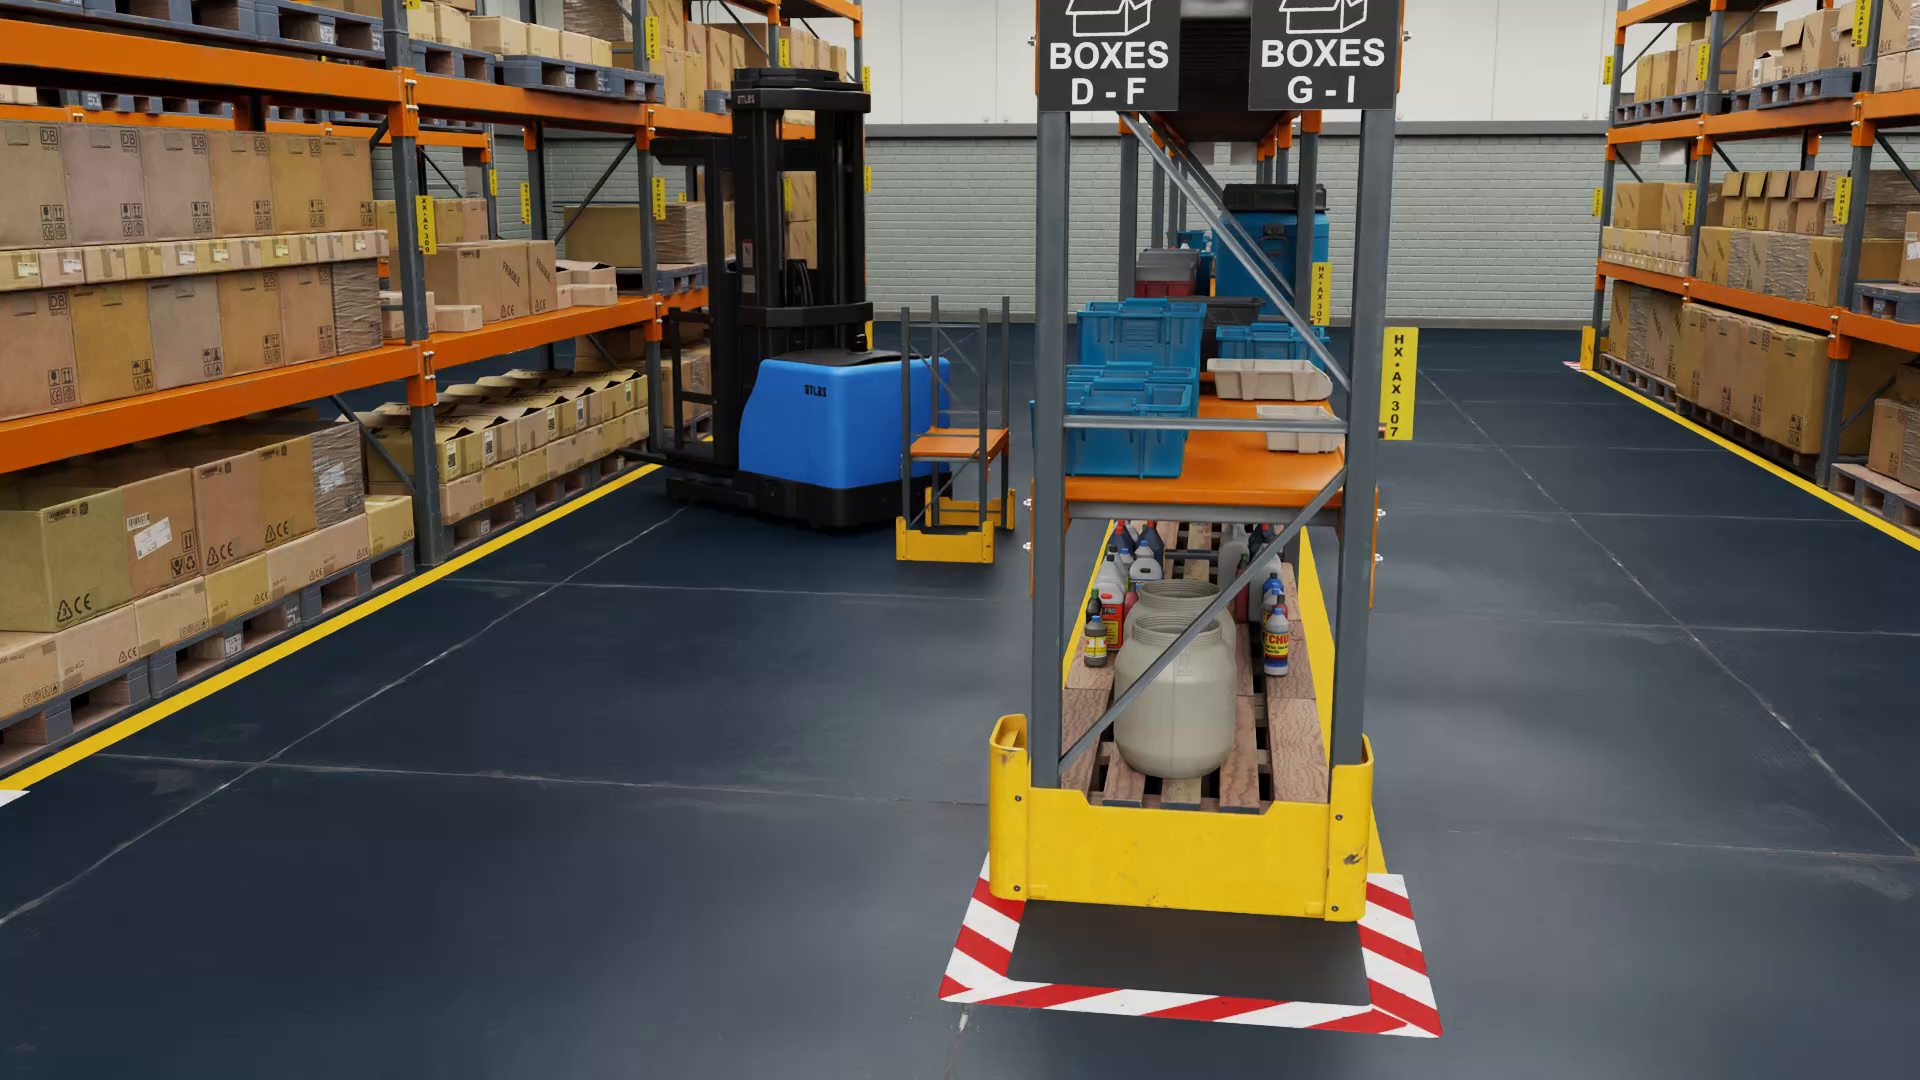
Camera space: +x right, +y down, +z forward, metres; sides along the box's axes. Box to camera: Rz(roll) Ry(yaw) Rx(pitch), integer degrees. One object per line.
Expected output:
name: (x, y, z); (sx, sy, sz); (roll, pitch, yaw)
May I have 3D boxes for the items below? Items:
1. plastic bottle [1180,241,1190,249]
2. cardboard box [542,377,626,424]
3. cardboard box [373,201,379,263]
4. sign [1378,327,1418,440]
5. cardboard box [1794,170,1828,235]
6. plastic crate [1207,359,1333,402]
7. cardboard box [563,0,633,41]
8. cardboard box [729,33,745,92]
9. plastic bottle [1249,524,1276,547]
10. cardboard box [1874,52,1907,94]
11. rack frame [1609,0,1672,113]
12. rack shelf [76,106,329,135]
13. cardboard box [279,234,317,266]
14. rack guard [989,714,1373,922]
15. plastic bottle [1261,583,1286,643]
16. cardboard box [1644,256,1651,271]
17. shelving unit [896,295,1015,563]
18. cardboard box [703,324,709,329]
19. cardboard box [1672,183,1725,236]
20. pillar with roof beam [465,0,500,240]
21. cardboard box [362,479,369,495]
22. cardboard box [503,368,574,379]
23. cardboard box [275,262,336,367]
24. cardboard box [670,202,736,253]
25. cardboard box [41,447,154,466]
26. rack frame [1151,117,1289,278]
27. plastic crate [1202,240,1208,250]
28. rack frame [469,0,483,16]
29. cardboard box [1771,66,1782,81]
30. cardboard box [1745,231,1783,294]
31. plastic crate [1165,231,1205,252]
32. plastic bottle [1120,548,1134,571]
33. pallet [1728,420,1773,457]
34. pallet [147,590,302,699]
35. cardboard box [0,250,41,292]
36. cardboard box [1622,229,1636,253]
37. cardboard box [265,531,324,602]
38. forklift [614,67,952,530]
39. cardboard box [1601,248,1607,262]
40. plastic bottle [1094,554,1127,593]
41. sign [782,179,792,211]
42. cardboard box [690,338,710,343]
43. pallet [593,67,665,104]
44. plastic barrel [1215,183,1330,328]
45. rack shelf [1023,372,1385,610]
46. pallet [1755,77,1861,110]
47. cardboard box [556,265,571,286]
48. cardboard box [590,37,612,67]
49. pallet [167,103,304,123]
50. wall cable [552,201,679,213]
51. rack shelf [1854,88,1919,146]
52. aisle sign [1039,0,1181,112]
plastic bottle: (2.188, -2.738, 16.196); (0.144, 0.351, 0.185); (2, 12, 9)
cardboard box: (-2.851, -1.072, 12.546); (0.500, 0.311, 0.500); (2, 12, 8)
cardboard box: (-7.121, -3.414, 18.501); (0.980, 0.700, 0.700); (2, 12, 10)
sign: (1.266, -0.452, 4.814); (0.100, 0.325, 0.005); (2, 12, 9)
cardboard box: (7.079, -2.667, 13.130); (0.797, 0.503, 0.637); (2, 12, 10)
plastic crate: (1.339, -0.693, 7.215); (0.530, 0.136, 0.437); (2, 12, 9)
cardboard box: (-2.867, -4.257, 13.395); (0.500, 0.500, 0.500); (2, 12, 9)
cardboard box: (-2.475, -4.662, 16.413); (0.600, 0.600, 0.600); (1, 12, 3)
plastic bottle: (1.524, 0.055, 8.361); (0.144, 0.351, 0.185); (2, 12, 7)
cardboard box: (6.524, -3.144, 11.197); (0.500, 0.250, 0.500); (2, 12, 10)
rack frame: (8.078, -6.438, 19.008); (1.000, 3.000, 0.127); (2, 12, 9)
rack shelf: (-7.528, -3.853, 15.839); (1.077, 0.370, 4.000); (2, 12, 9)
cardboard box: (-3.503, -1.471, 8.423); (0.380, 0.149, 0.250); (2, 12, 9)
rack guard: (0.689, 0.869, 5.274); (1.175, 0.500, 0.348); (2, 12, 9)
plastic bottle: (1.378, 0.324, 7.304); (0.097, 0.271, 0.097); (0, 12, 0)
cardboard box: (7.383, -2.892, 17.388); (0.380, 0.149, 0.250); (2, 12, 8)
shelving unit: (-0.012, -0.717, 10.262); (0.587, 1.500, 1.083); (2, 12, 9)
cardboard box: (-2.518, -2.116, 18.080); (0.500, 0.500, 0.500); (2, 12, 9)
cardboard box: (7.269, -3.216, 16.166); (0.500, 0.500, 0.500); (2, 12, 10)
pillar with roof beam: (-2.791, -7.370, 23.333); (9.100, 9.000, 0.400); (2, 12, 9)
cardboard box: (-3.778, -0.286, 10.232); (0.500, 0.250, 0.500); (2, 12, 8)
cardboard box: (-3.311, -1.198, 13.131); (0.500, 0.311, 0.500); (2, 12, 11)
cardboard box: (-3.692, -1.176, 8.592); (0.700, 0.500, 0.500); (2, 12, 8)
cardboard box: (-2.619, -3.158, 16.791); (0.700, 0.500, 0.500); (-2, 12, -10)
cardboard box: (-4.165, -0.159, 7.859); (0.500, 0.500, 0.500); (2, 12, 9)
rack frame: (1.954, -2.001, 12.658); (1.000, 3.000, 0.127); (2, 12, 9)
plastic crate: (2.572, -3.236, 18.646); (0.416, 0.233, 0.300); (2, 12, 9)
rack frame: (-6.605, -6.920, 21.243); (1.000, 3.000, 0.127); (2, 12, 9)
cardboard box: (7.086, -3.917, 14.027); (0.380, 0.149, 0.250); (1, 12, 6)
cardboard box: (6.917, -2.318, 13.891); (0.500, 0.500, 0.500); (2, 12, 10)
plastic crate: (2.304, -2.963, 17.019); (0.392, 0.384, 0.575); (2, 12, 9)
plastic bottle: (0.790, 0.176, 7.988); (0.097, 0.271, 0.097); (0, 12, 0)
pallet: (7.233, -0.892, 14.132); (1.003, 0.211, 1.213); (2, 12, 9)
pallet: (-3.904, 0.452, 7.892); (1.003, 0.211, 1.213); (2, 12, 9)
cardboard box: (-3.820, -1.044, 6.443); (0.380, 0.149, 0.250); (2, 12, 9)
cardboard box: (7.583, -3.274, 18.214); (0.500, 0.250, 0.500); (1, 12, 7)
cardboard box: (-3.560, 0.121, 8.340); (0.500, 0.250, 0.500); (2, 12, 9)
forklift: (-1.436, -1.746, 11.638); (1.130, 2.935, 3.031); (-12, 17, -43)
cardboard box: (7.697, -3.320, 19.374); (0.380, 0.149, 0.250); (2, 12, 9)
plastic bottle: (0.681, 0.233, 7.537); (0.144, 0.351, 0.185); (2, 12, 11)
sign: (-1.776, -3.544, 17.068); (0.100, 0.325, 0.005); (2, 12, 9)
cardboard box: (-2.280, -1.669, 16.006); (0.500, 0.500, 0.500); (2, 12, 9)
pallet: (-2.956, -3.392, 12.441); (1.213, 0.211, 1.003); (2, 12, 11)
plastic barrel: (1.697, -1.484, 9.069); (0.600, 0.901, 0.708); (2, 12, 9)
rack shelf: (1.031, -0.400, 6.938); (1.077, 0.370, 4.000); (2, 12, 9)
pallet: (7.063, -3.583, 13.328); (1.003, 0.211, 1.213); (2, 12, 11)
cardboard box: (-3.269, -1.939, 12.581); (0.500, 0.311, 0.500); (2, 12, 8)
cardboard box: (-2.954, -3.664, 12.615); (0.500, 0.250, 0.500); (1, 12, 4)
pallet: (-7.313, -4.335, 16.822); (0.805, 0.209, 1.217); (1, 12, 6)
wall cable: (-5.382, -6.568, 26.979); (3.097, 2.526, 0.112); (2, 12, 9)
rack shelf: (6.540, -2.539, 9.741); (1.077, 0.370, 4.000); (2, 12, 9)
aisle sign: (0.419, -1.601, 4.632); (0.394, 0.787, 0.004); (2, 12, 9)
